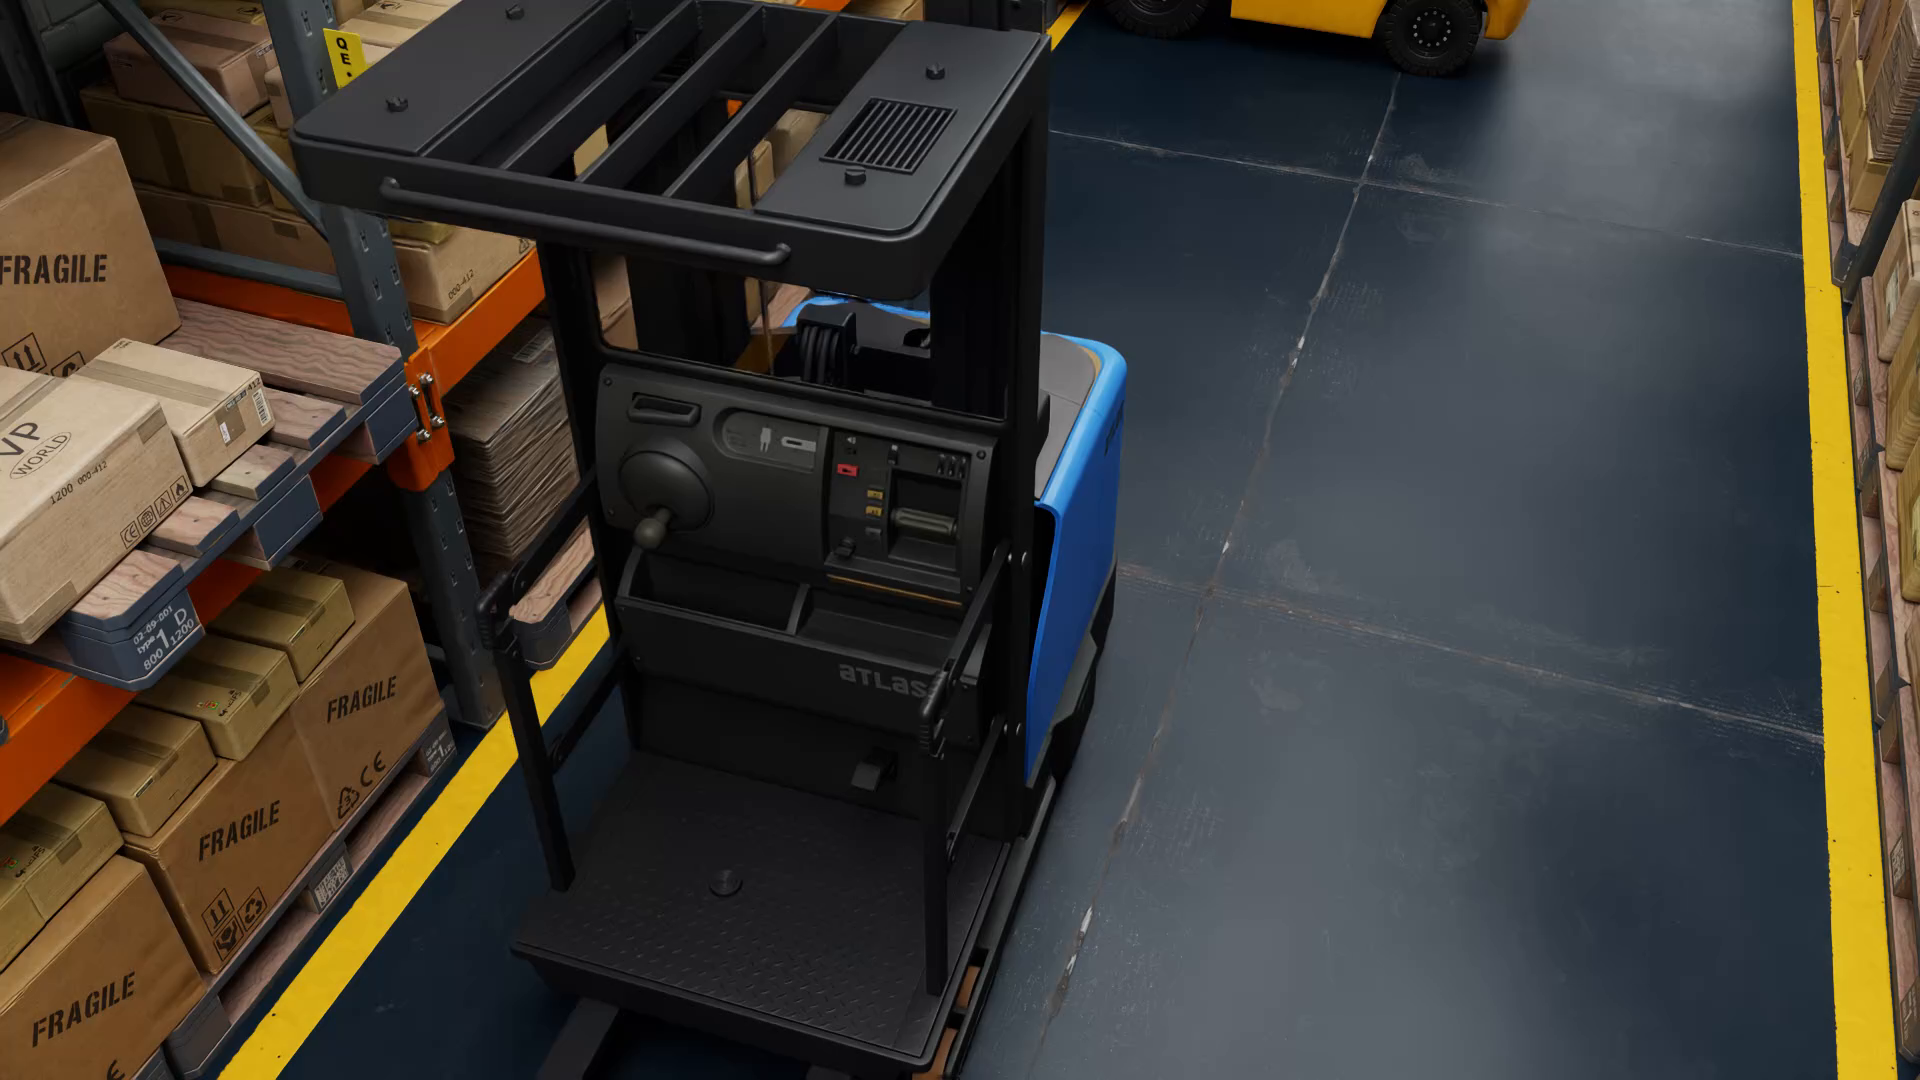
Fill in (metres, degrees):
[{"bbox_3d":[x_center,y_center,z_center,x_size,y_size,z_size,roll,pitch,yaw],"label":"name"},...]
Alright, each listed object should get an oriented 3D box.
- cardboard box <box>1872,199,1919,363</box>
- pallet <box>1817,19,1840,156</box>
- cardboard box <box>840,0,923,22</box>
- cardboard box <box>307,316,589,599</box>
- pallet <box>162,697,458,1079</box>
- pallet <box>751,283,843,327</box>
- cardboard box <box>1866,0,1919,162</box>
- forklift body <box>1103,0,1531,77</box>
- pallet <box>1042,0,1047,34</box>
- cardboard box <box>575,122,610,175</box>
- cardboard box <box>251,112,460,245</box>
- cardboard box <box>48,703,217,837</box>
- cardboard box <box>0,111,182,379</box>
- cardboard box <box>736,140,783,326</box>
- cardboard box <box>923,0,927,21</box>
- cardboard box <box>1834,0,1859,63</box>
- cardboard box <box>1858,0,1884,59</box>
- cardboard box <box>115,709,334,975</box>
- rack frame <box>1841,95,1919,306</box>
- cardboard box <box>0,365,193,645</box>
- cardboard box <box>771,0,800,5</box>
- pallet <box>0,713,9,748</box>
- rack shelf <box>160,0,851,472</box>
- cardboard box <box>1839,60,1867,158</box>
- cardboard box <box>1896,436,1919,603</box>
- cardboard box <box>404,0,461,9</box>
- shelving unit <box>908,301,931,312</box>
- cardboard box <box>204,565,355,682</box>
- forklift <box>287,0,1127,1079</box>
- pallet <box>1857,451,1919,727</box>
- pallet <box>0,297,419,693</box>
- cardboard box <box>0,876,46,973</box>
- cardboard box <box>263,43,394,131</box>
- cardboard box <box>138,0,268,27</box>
[{"bbox_3d":[3.972,-0.884,6.176,0.950,0.372,0.625,14,42,16],"label":"cardboard box"},{"bbox_3d":[4.761,-2.148,8.105,1.003,0.211,1.213,13,42,15],"label":"pallet"},{"bbox_3d":[-0.684,-2.080,7.383,0.875,0.625,0.625,15,43,17],"label":"cardboard box"},{"bbox_3d":[-1.658,-0.338,5.341,0.875,0.625,0.625,15,43,16],"label":"cardboard box"},{"bbox_3d":[-2.175,0.803,4.646,1.003,0.211,1.213,13,42,15],"label":"pallet"},{"bbox_3d":[-1.147,-0.879,6.617,1.003,0.211,1.213,13,42,15],"label":"pallet"},{"bbox_3d":[4.100,-1.864,6.841,0.500,0.500,0.500,13,42,14],"label":"cardboard box"},{"bbox_3d":[1.917,-3.699,8.429,2.313,2.155,1.214,13,42,15],"label":"forklift body"},{"bbox_3d":[-0.205,-2.559,8.587,1.003,0.211,1.213,13,42,15],"label":"pallet"},{"bbox_3d":[-1.326,-1.169,4.925,0.500,0.250,0.500,12,42,14],"label":"cardboard box"},{"bbox_3d":[-1.479,-1.048,4.398,0.500,0.250,0.500,13,42,15],"label":"cardboard box"},{"bbox_3d":[-2.011,0.522,3.930,0.380,0.149,0.250,12,42,14],"label":"cardboard box"},{"bbox_3d":[-2.207,-0.623,3.768,0.500,0.500,0.500,15,43,17],"label":"cardboard box"},{"bbox_3d":[-1.212,-1.149,6.292,0.875,0.625,0.625,12,42,13],"label":"cardboard box"},{"bbox_3d":[-0.061,-2.675,7.983,0.500,0.250,0.500,13,42,15],"label":"cardboard box"},{"bbox_3d":[4.625,-2.522,8.190,0.500,0.250,0.500,16,43,18],"label":"cardboard box"},{"bbox_3d":[4.445,-2.486,7.570,0.500,0.500,0.500,15,43,17],"label":"cardboard box"},{"bbox_3d":[-2.008,0.695,4.226,0.500,0.500,0.500,13,42,14],"label":"cardboard box"},{"bbox_3d":[4.149,-2.045,5.835,1.000,3.000,0.127,13,42,15],"label":"rack frame"},{"bbox_3d":[-1.941,-0.092,3.338,0.500,0.250,0.500,11,42,13],"label":"cardboard box"},{"bbox_3d":[-0.808,-2.118,6.037,0.500,0.250,0.500,14,42,15],"label":"cardboard box"},{"bbox_3d":[-2.545,0.556,2.935,1.003,0.211,1.213,13,42,15],"label":"pallet"},{"bbox_3d":[-1.200,-1.651,5.928,1.077,0.370,4.000,13,42,15],"label":"rack shelf"},{"bbox_3d":[4.272,-1.906,7.467,0.500,0.250,0.500,12,42,14],"label":"cardboard box"},{"bbox_3d":[3.494,-0.021,5.164,0.950,0.372,0.625,15,43,17],"label":"cardboard box"},{"bbox_3d":[-1.344,-1.444,4.554,0.380,0.149,0.250,14,43,16],"label":"cardboard box"},{"bbox_3d":[-0.018,-0.367,5.371,0.215,1.050,0.252,13,42,15],"label":"shelving unit"},{"bbox_3d":[-1.815,0.197,4.310,0.380,0.149,0.250,11,42,13],"label":"cardboard box"},{"bbox_3d":[-0.444,-0.043,3.542,1.130,2.935,3.031,12,42,13],"label":"forklift"},{"bbox_3d":[3.469,0.238,5.308,1.003,0.211,1.213,13,42,15],"label":"pallet"},{"bbox_3d":[-2.050,-0.202,3.824,1.213,0.211,1.003,13,42,15],"label":"pallet"},{"bbox_3d":[-2.228,0.825,3.575,0.380,0.149,0.250,13,42,14],"label":"cardboard box"},{"bbox_3d":[-1.498,-1.118,4.173,0.380,0.149,0.250,14,43,16],"label":"cardboard box"},{"bbox_3d":[-1.979,-1.417,4.523,0.380,0.149,0.250,14,43,16],"label":"cardboard box"}]
